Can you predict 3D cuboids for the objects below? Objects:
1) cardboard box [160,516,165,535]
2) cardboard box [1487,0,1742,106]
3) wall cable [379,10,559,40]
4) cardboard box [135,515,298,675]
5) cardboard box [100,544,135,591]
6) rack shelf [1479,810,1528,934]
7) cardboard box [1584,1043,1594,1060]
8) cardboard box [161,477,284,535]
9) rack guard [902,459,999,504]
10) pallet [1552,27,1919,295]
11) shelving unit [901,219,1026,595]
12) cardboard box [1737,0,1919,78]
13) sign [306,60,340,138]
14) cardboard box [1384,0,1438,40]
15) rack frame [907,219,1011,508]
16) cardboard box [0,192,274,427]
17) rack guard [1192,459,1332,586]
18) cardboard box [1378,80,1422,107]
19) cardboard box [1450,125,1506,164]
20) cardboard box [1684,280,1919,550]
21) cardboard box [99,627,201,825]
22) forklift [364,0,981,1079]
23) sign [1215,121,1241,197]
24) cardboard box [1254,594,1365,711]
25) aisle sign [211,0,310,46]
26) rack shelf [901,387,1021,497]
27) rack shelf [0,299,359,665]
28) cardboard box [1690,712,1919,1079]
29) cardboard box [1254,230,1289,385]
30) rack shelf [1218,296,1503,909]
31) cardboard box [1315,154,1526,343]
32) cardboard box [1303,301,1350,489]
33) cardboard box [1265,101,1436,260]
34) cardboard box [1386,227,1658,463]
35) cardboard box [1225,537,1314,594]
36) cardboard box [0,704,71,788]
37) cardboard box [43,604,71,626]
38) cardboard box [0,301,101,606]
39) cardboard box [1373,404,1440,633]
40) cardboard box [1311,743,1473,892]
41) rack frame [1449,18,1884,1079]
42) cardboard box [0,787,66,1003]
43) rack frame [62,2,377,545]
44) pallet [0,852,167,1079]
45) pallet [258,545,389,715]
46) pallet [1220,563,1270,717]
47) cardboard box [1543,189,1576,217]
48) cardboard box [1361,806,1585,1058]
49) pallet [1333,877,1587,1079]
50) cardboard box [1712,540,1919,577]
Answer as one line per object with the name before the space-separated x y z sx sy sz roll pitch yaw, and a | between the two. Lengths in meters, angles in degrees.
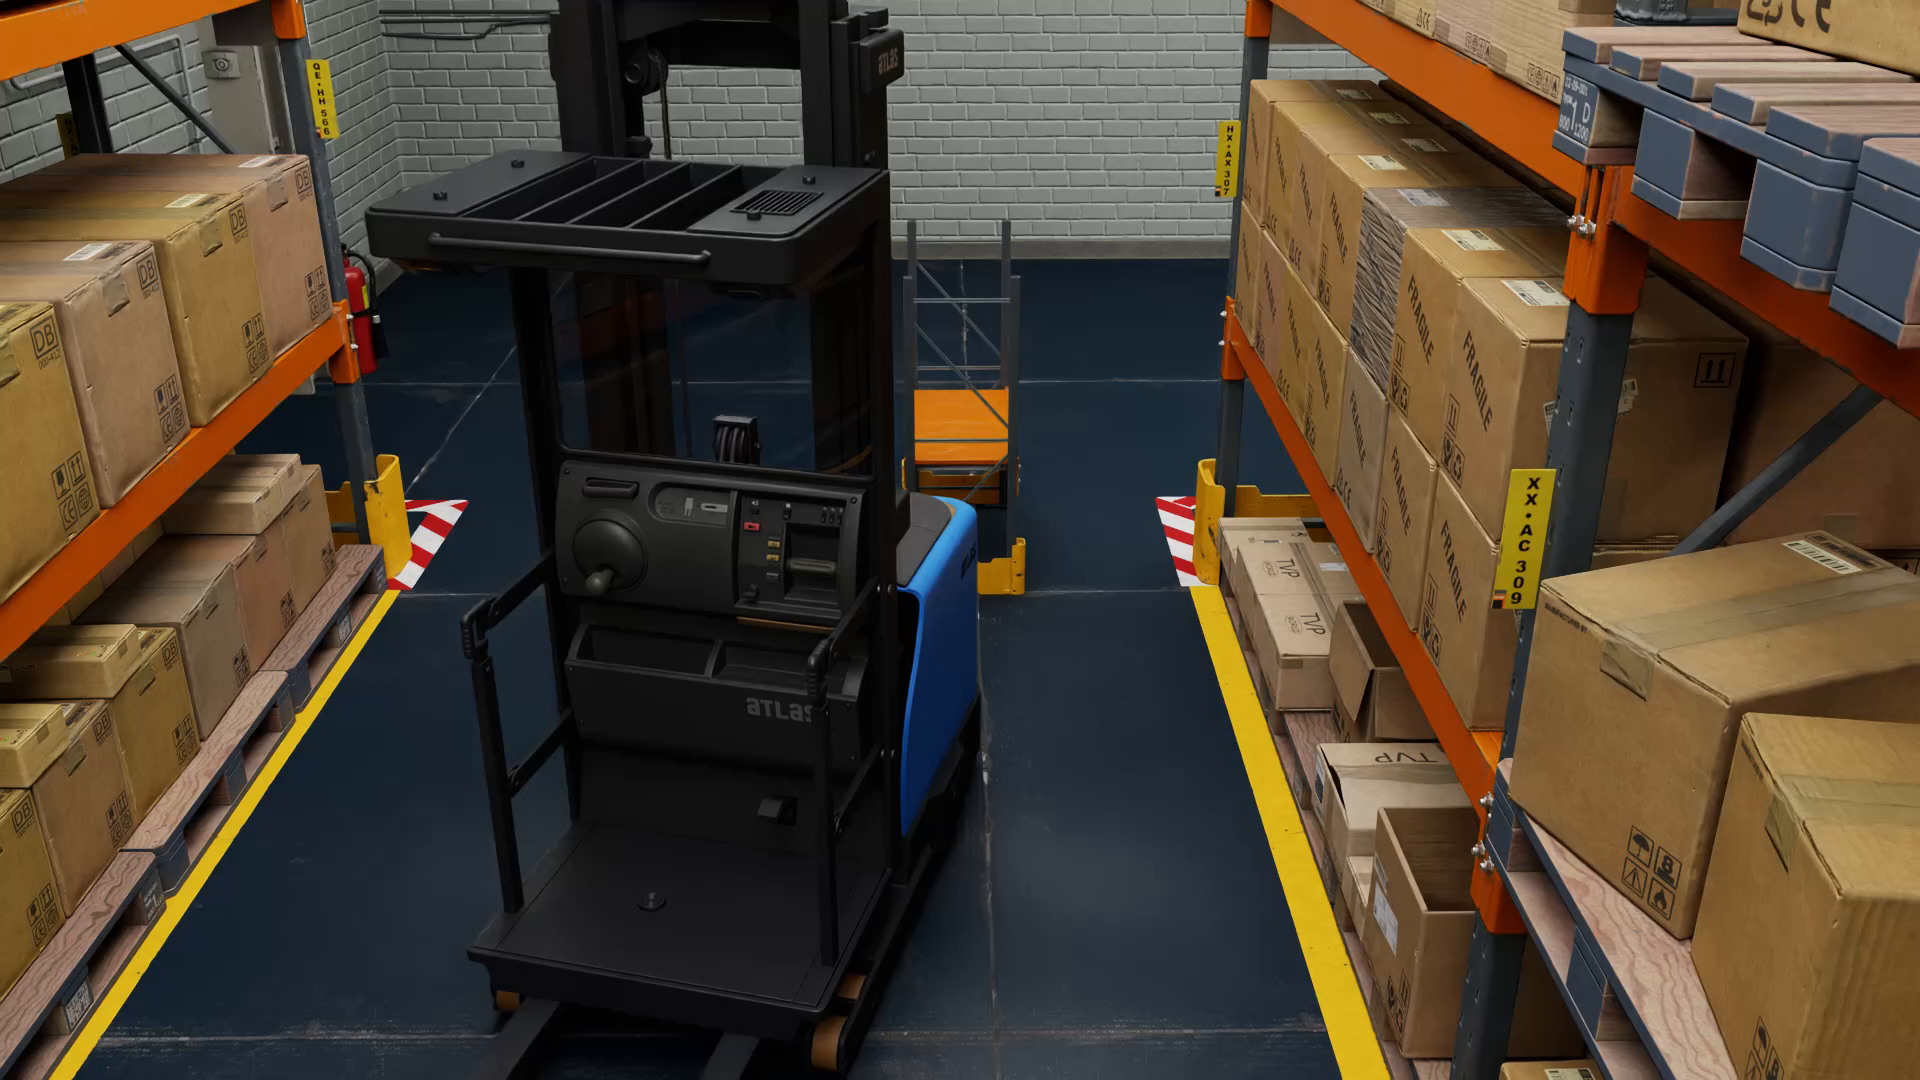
cardboard box | -3.333 -0.137 6.649 0.380 0.149 0.250 0 24 0
cardboard box | 1.480 -1.108 3.602 0.500 0.250 0.500 0 24 -1
wall cable | -2.950 -4.886 11.901 3.097 2.526 0.112 0 24 -1
cardboard box | -3.133 0.207 6.676 0.700 0.500 0.500 0 24 -1
cardboard box | -3.328 0.071 6.189 0.380 0.149 0.250 0 24 0
rack shelf | 1.773 1.541 2.075 1.077 0.370 4.000 0 24 -1
cardboard box | 1.963 1.240 4.597 0.500 0.311 0.500 0 24 -1
cardboard box | -2.951 -0.137 6.650 0.380 0.149 0.250 0 24 1
rack guard | -0.005 -0.288 8.583 0.587 0.250 0.087 0 24 -1
pallet | 1.688 -0.622 2.574 1.213 0.211 1.003 0 24 -1
shelving unit | 0.001 -0.652 7.871 0.587 1.500 1.083 0 24 -1
cardboard box | 1.683 -1.052 2.543 0.600 0.600 0.600 -3 24 -6
sign | -2.703 -1.867 7.046 0.100 0.325 0.005 0 24 -1
cardboard box | 1.471 -1.520 4.513 0.500 0.250 0.500 0 24 -1
rack frame | -0.005 -0.858 8.326 0.500 1.500 0.032 0 24 -1
cardboard box | -3.211 -0.862 6.151 0.980 0.700 0.700 0 24 -1
rack guard | 1.708 -0.088 7.839 1.175 0.500 0.348 0 24 -1
cardboard box | 1.987 -1.578 6.764 0.500 0.500 0.500 0 24 -1
cardboard box | 2.004 -1.156 5.831 0.500 0.500 0.500 0 24 1
cardboard box | 2.027 -0.307 3.954 0.500 0.500 0.500 0 24 1
cardboard box | -3.114 0.634 5.732 0.700 0.500 0.500 0 24 1
forklift | -0.783 0.034 4.619 1.130 2.935 3.031 6 25 13
sign | 1.165 -1.651 7.209 0.100 0.325 0.005 0 24 -1
cardboard box | 1.441 0.431 6.460 0.500 0.250 0.500 0 24 -1
aisle sign | -2.947 -2.450 6.873 0.394 0.787 0.004 0 24 -1
rack shelf | 0.001 -0.484 7.937 0.538 0.185 1.000 0 24 -1
rack shelf | -3.224 -0.083 5.666 1.077 0.370 4.000 0 24 -1
cardboard box | 1.603 0.632 2.582 0.700 0.500 0.500 4 25 8
cardboard box | 1.459 -0.908 6.496 0.500 0.500 0.500 0 24 -1
rack shelf | 1.729 -0.107 5.719 1.077 0.370 4.000 0 24 -1
cardboard box | 1.469 -0.945 5.365 0.500 0.500 0.500 0 24 -1
cardboard box | 1.466 -0.495 5.583 0.500 0.500 0.500 0 24 0
cardboard box | 1.462 -1.360 6.283 0.500 0.500 0.500 0 24 0
cardboard box | 1.478 -0.530 4.447 0.500 0.500 0.500 -1 24 -2
cardboard box | 1.371 0.109 7.274 0.380 0.166 0.250 0 24 -1
cardboard box | -2.929 0.615 4.987 0.380 0.149 0.250 1 24 1
cardboard box | -3.322 0.281 5.725 0.380 0.149 0.250 -1 24 -2
cardboard box | -3.194 -0.248 4.794 0.980 0.700 0.700 -1 24 -2
cardboard box | 1.482 -0.073 4.651 0.500 0.500 0.500 0 24 1
cardboard box | 1.453 0.872 5.412 0.500 0.311 0.500 0 24 -1
rack frame | 1.751 0.390 3.749 1.000 3.000 0.127 0 24 -1
cardboard box | -3.108 1.052 4.807 0.700 0.500 0.500 0 24 0
rack frame | -3.246 -1.235 7.340 1.000 3.000 0.127 0 24 -1
pallet | -3.132 1.370 4.964 1.003 0.211 1.213 0 24 -1
pallet | -3.159 0.365 7.187 1.003 0.211 1.213 0 24 -1
pallet | 1.718 0.372 7.172 1.003 0.211 1.213 0 24 -1
cardboard box | 2.016 -0.731 4.893 0.500 0.500 0.500 -1 24 -2
cardboard box | 1.461 1.095 4.689 0.500 0.500 0.500 0 24 -1
pallet | 1.744 1.377 4.949 1.003 0.211 1.213 0 24 -1
cardboard box | 2.018 0.133 4.195 0.500 0.500 0.500 0 24 1
